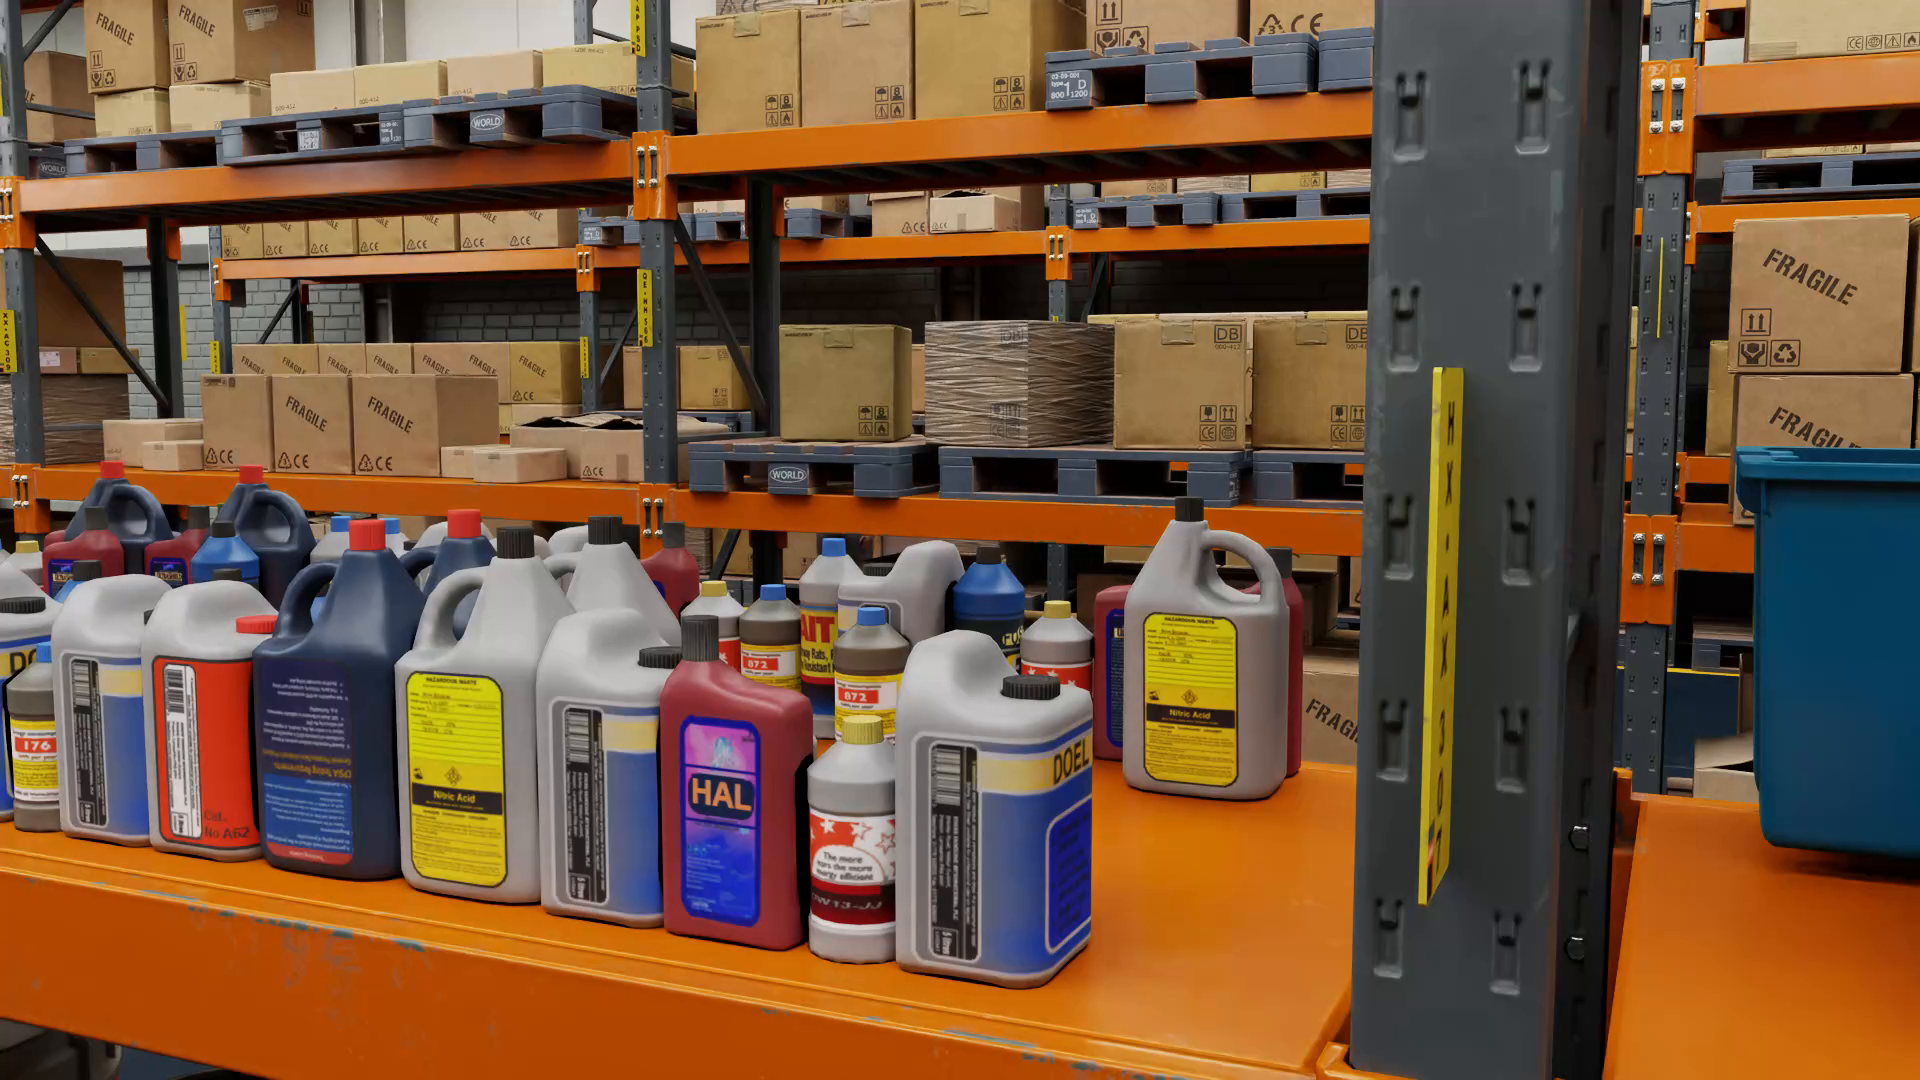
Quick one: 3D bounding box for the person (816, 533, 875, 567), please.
[{"bbox_3d":[-0.701,-0.049,10.422,0.443,1.643,0.314,3,6,25],"label":"person"}]
